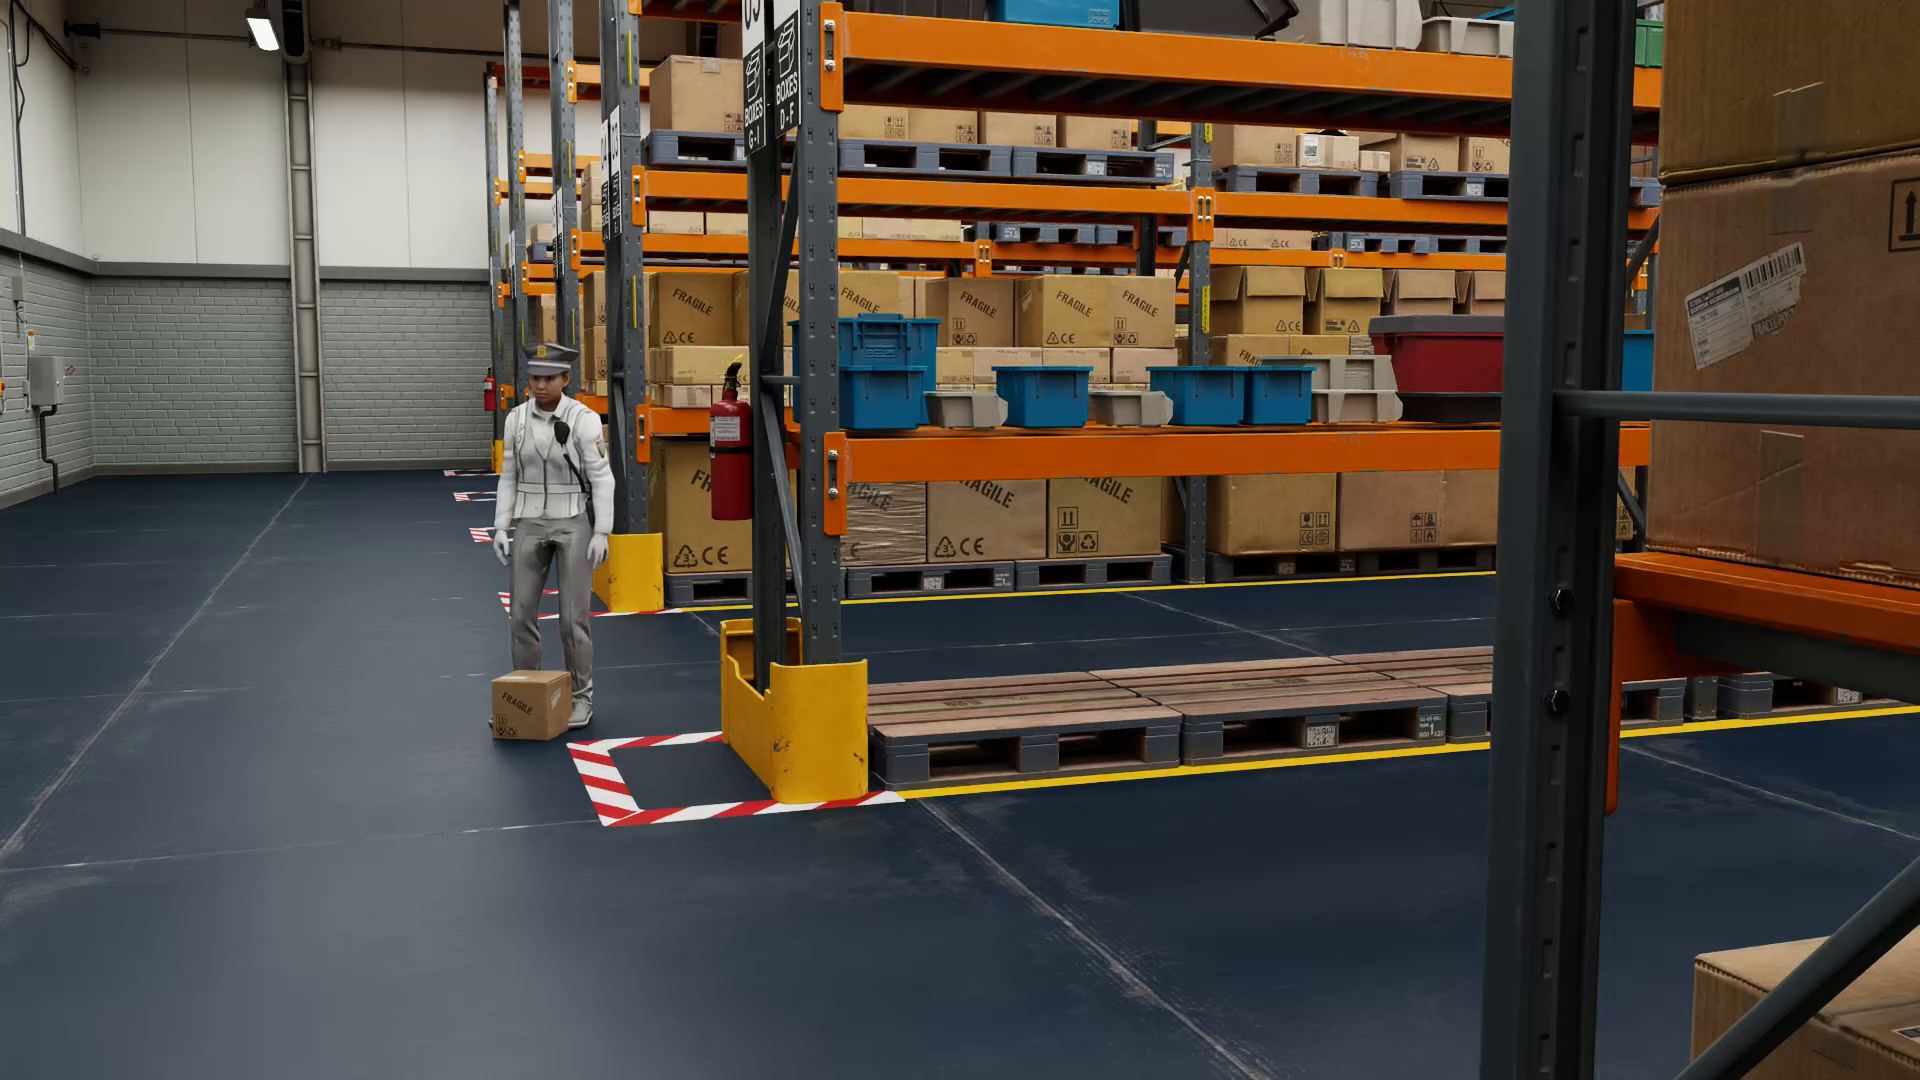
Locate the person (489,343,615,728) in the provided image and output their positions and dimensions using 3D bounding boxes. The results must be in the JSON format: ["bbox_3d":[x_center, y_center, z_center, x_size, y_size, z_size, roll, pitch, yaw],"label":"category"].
[{"bbox_3d":[-1.780,-0.022,7.270,0.541,1.662,0.375,1,6,8],"label":"person"}]
